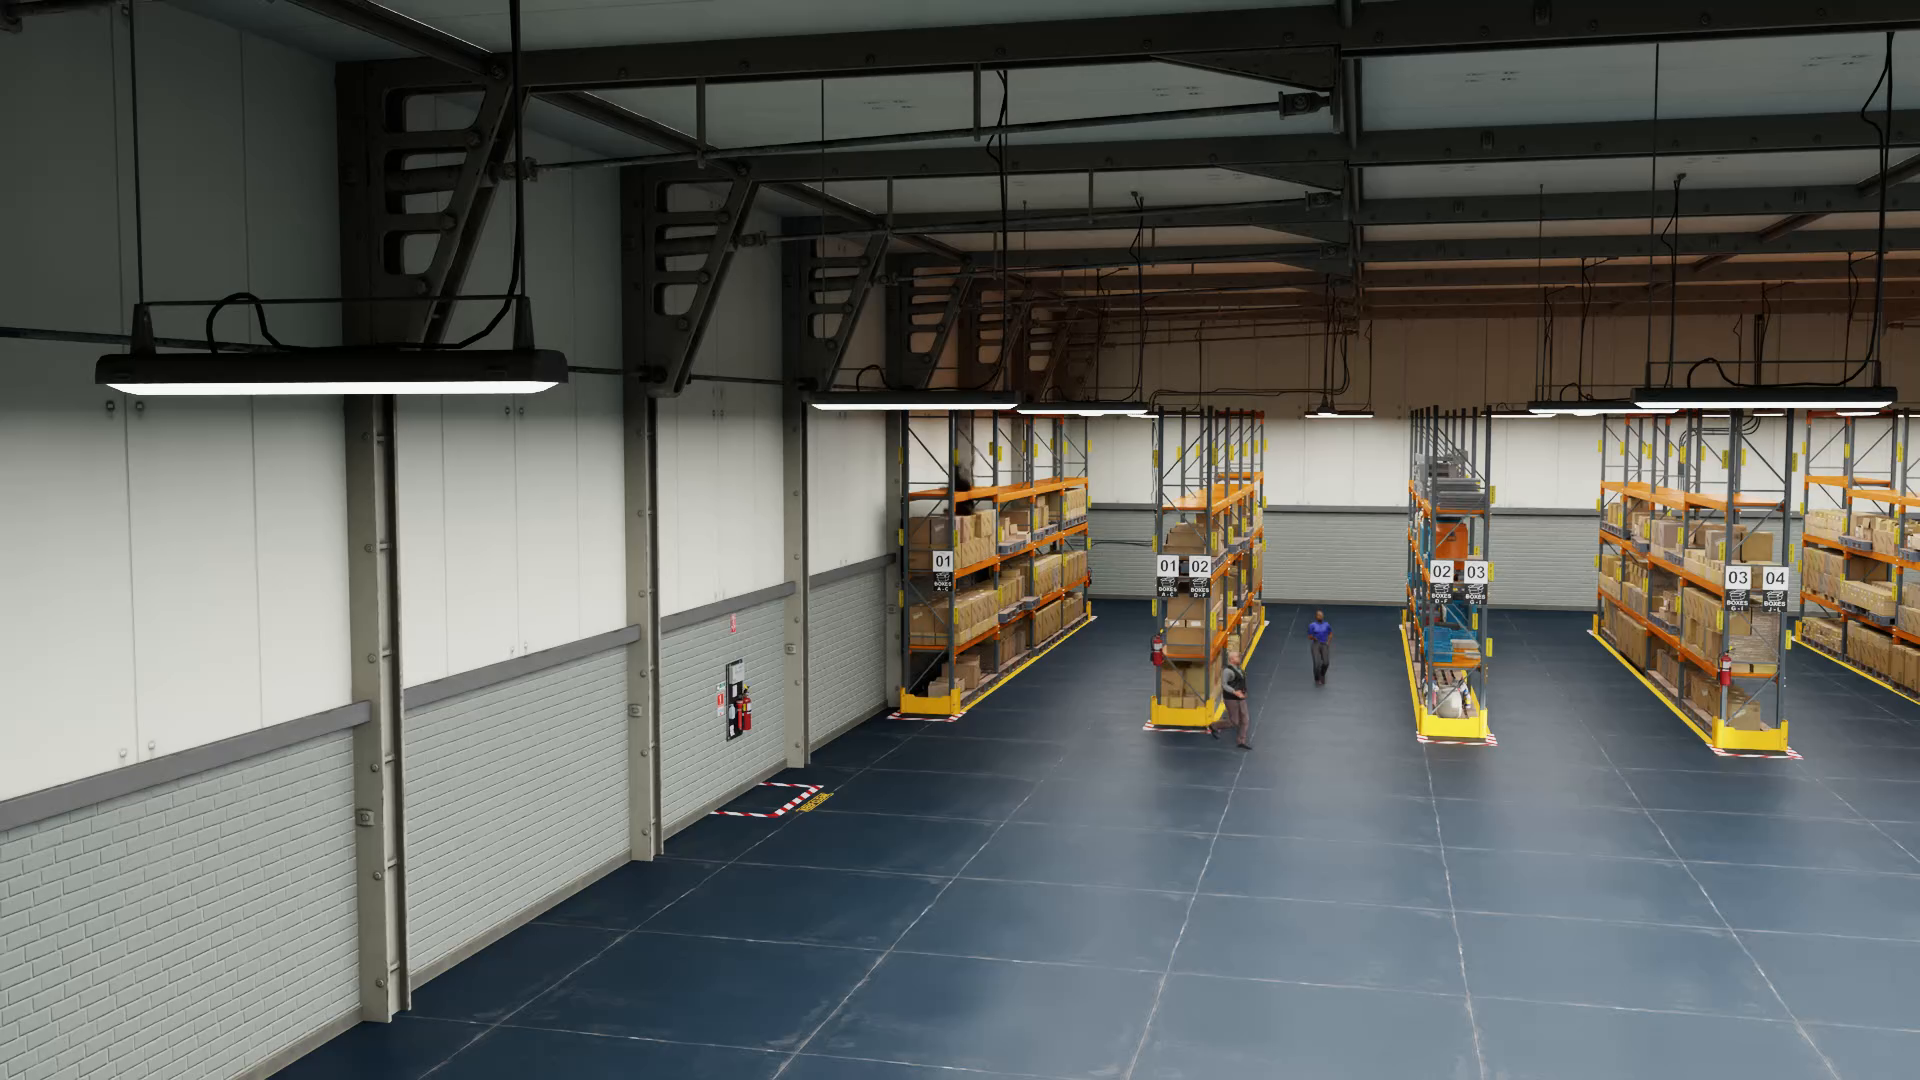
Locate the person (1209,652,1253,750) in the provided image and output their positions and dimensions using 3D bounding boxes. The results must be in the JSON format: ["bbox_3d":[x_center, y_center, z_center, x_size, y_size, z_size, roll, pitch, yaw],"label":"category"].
[{"bbox_3d":[4.764,2.801,29.079,0.810,1.708,0.675,3,5,38],"label":"person"}]

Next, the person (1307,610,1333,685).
[{"bbox_3d":[7.775,2.334,35.839,0.563,1.618,0.572,0,4,4],"label":"person"}]
